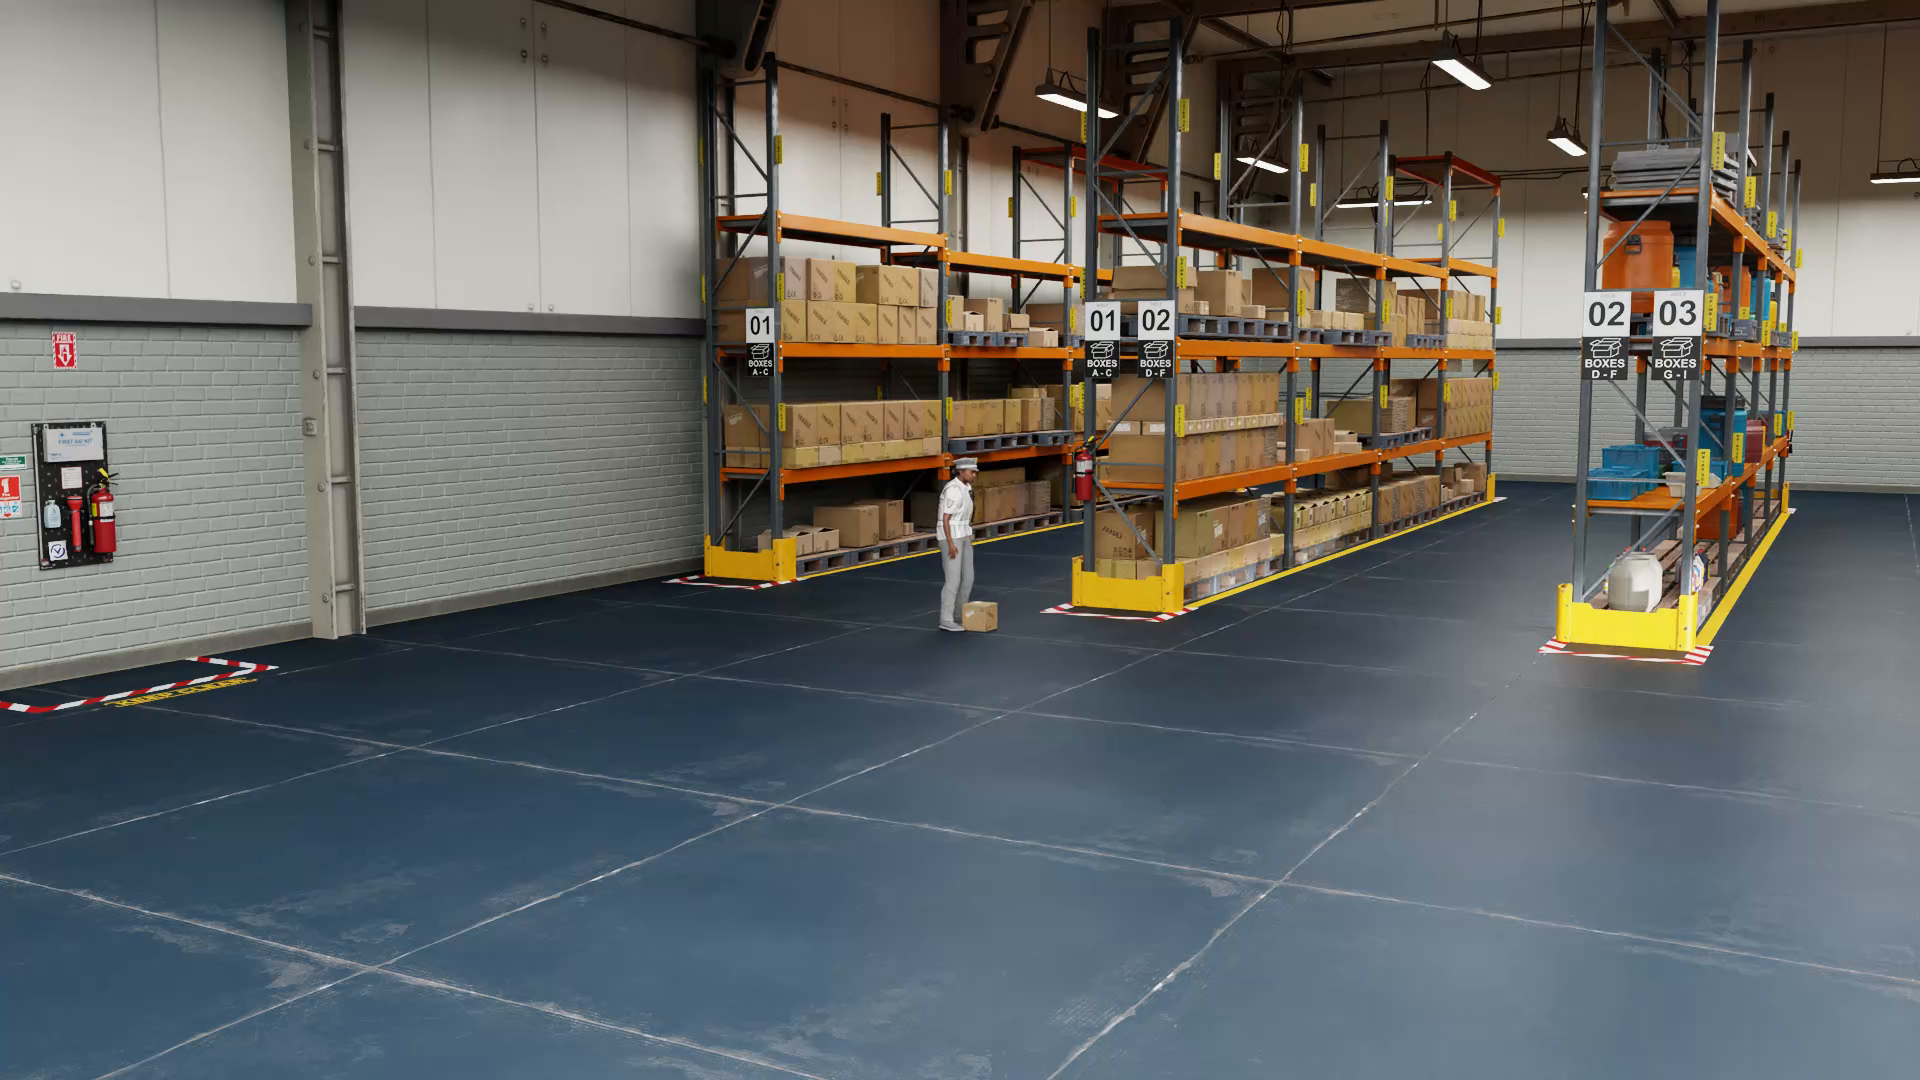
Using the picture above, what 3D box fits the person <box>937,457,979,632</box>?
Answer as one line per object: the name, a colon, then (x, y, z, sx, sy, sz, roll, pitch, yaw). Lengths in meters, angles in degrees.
person: (-0.017, 0.027, 16.106, 0.395, 1.662, 0.532, 3, 7, 25)
